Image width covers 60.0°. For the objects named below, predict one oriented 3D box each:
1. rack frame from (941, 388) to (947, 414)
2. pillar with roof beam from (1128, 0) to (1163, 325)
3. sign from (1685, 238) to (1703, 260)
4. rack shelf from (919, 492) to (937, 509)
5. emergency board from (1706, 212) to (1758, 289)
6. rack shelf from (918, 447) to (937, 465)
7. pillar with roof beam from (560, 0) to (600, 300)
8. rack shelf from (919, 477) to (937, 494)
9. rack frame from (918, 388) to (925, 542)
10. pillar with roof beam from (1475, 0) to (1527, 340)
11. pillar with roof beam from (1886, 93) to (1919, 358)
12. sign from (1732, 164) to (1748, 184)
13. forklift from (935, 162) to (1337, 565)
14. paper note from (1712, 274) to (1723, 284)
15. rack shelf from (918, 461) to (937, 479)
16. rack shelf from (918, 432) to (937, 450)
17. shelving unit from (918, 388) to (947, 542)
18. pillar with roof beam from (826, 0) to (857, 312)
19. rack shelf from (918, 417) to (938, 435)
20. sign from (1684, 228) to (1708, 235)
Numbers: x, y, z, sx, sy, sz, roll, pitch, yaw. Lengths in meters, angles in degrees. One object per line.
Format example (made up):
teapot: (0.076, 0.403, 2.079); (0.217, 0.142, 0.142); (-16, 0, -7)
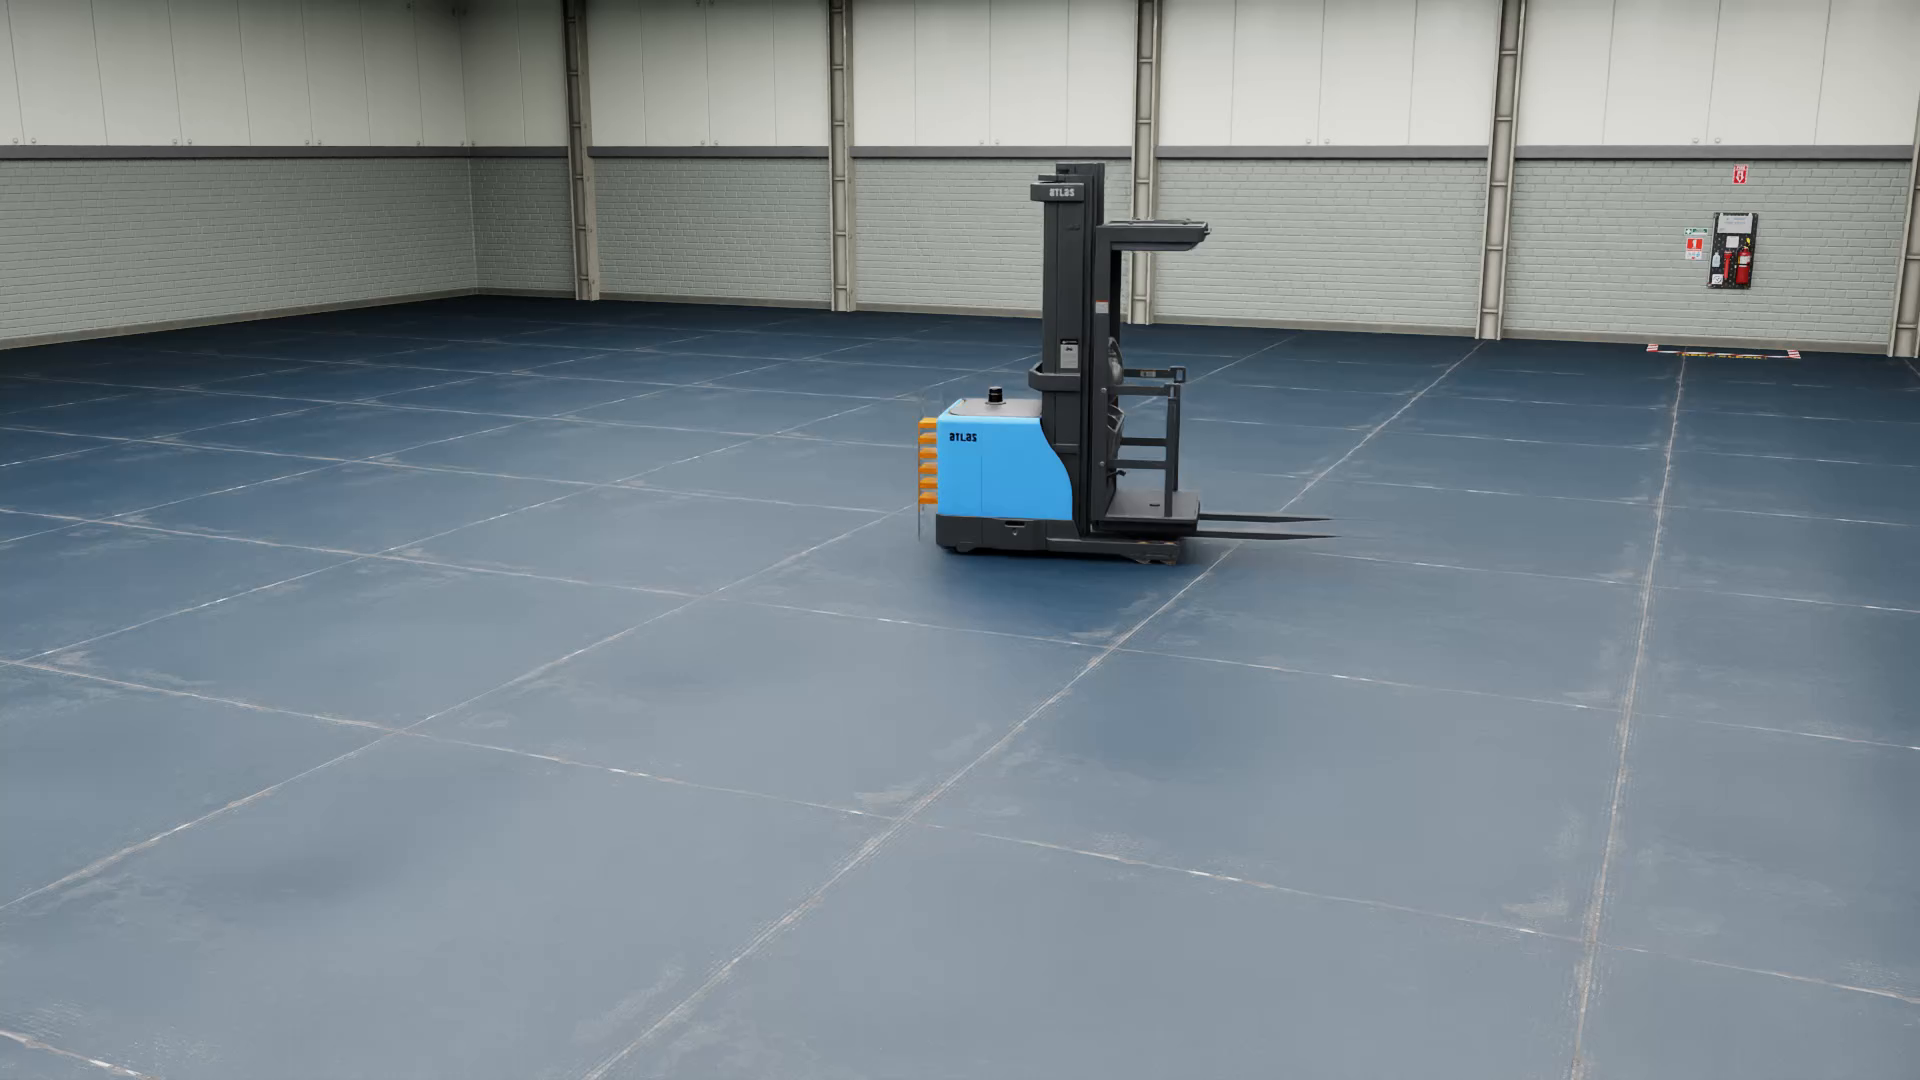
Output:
rack frame: (-0.126, -0.586, 13.128); (0.006, 1.200, 0.240); (2, 13, 9)
pillar with roof beam: (1.499, -7.369, 24.960); (0.400, 9.000, 9.100); (6, 14, 23)
sign: (11.507, -4.564, 26.060); (0.234, 0.329, 0.001); (6, 14, 23)
rack shelf: (-0.216, -0.313, 13.208); (0.180, 0.103, 0.258); (2, 13, 9)
emergency board: (11.971, -4.474, 25.754); (0.643, 1.169, 0.194); (6, 14, 23)
rack shelf: (-0.216, -0.664, 13.125); (0.180, 0.103, 0.258); (2, 13, 9)
pillar with roof beam: (-9.472, -8.479, 29.692); (0.400, 9.000, 9.100); (6, 14, 23)
rack shelf: (-0.216, -0.430, 13.180); (0.180, 0.103, 0.258); (2, 13, 9)
rack frame: (-0.307, -0.594, 13.158); (0.006, 1.200, 0.240); (2, 13, 9)
pillar with roof beam: (6.985, -6.814, 22.594); (0.400, 9.000, 9.100); (6, 14, 23)
pillar with roof beam: (12.471, -6.259, 20.228); (0.400, 9.000, 9.100); (6, 14, 23)
sign: (12.004, -5.624, 25.581); (0.199, 0.298, 0.001); (6, 14, 23)
forklift: (1.377, -1.373, 12.689); (3.031, 2.935, 1.130); (2, 13, 9)
paper note: (11.837, -4.076, 25.986); (0.142, 0.148, 0.016); (6, 14, 23)
rack shelf: (-0.216, -0.547, 13.153); (0.180, 0.103, 0.258); (2, 13, 9)
rack shelf: (-0.216, -0.780, 13.098); (0.180, 0.103, 0.258); (2, 13, 9)
shelving unit: (-0.216, -0.590, 13.143); (0.189, 1.200, 0.258); (2, 13, 9)
pillar with roof beam: (-3.987, -7.924, 27.326); (0.400, 9.000, 9.100); (6, 14, 23)
rack shelf: (-0.216, -0.897, 13.071); (0.180, 0.103, 0.258); (2, 13, 9)
sign: (11.507, -4.819, 25.989); (0.331, 0.109, 0.001); (6, 14, 23)
